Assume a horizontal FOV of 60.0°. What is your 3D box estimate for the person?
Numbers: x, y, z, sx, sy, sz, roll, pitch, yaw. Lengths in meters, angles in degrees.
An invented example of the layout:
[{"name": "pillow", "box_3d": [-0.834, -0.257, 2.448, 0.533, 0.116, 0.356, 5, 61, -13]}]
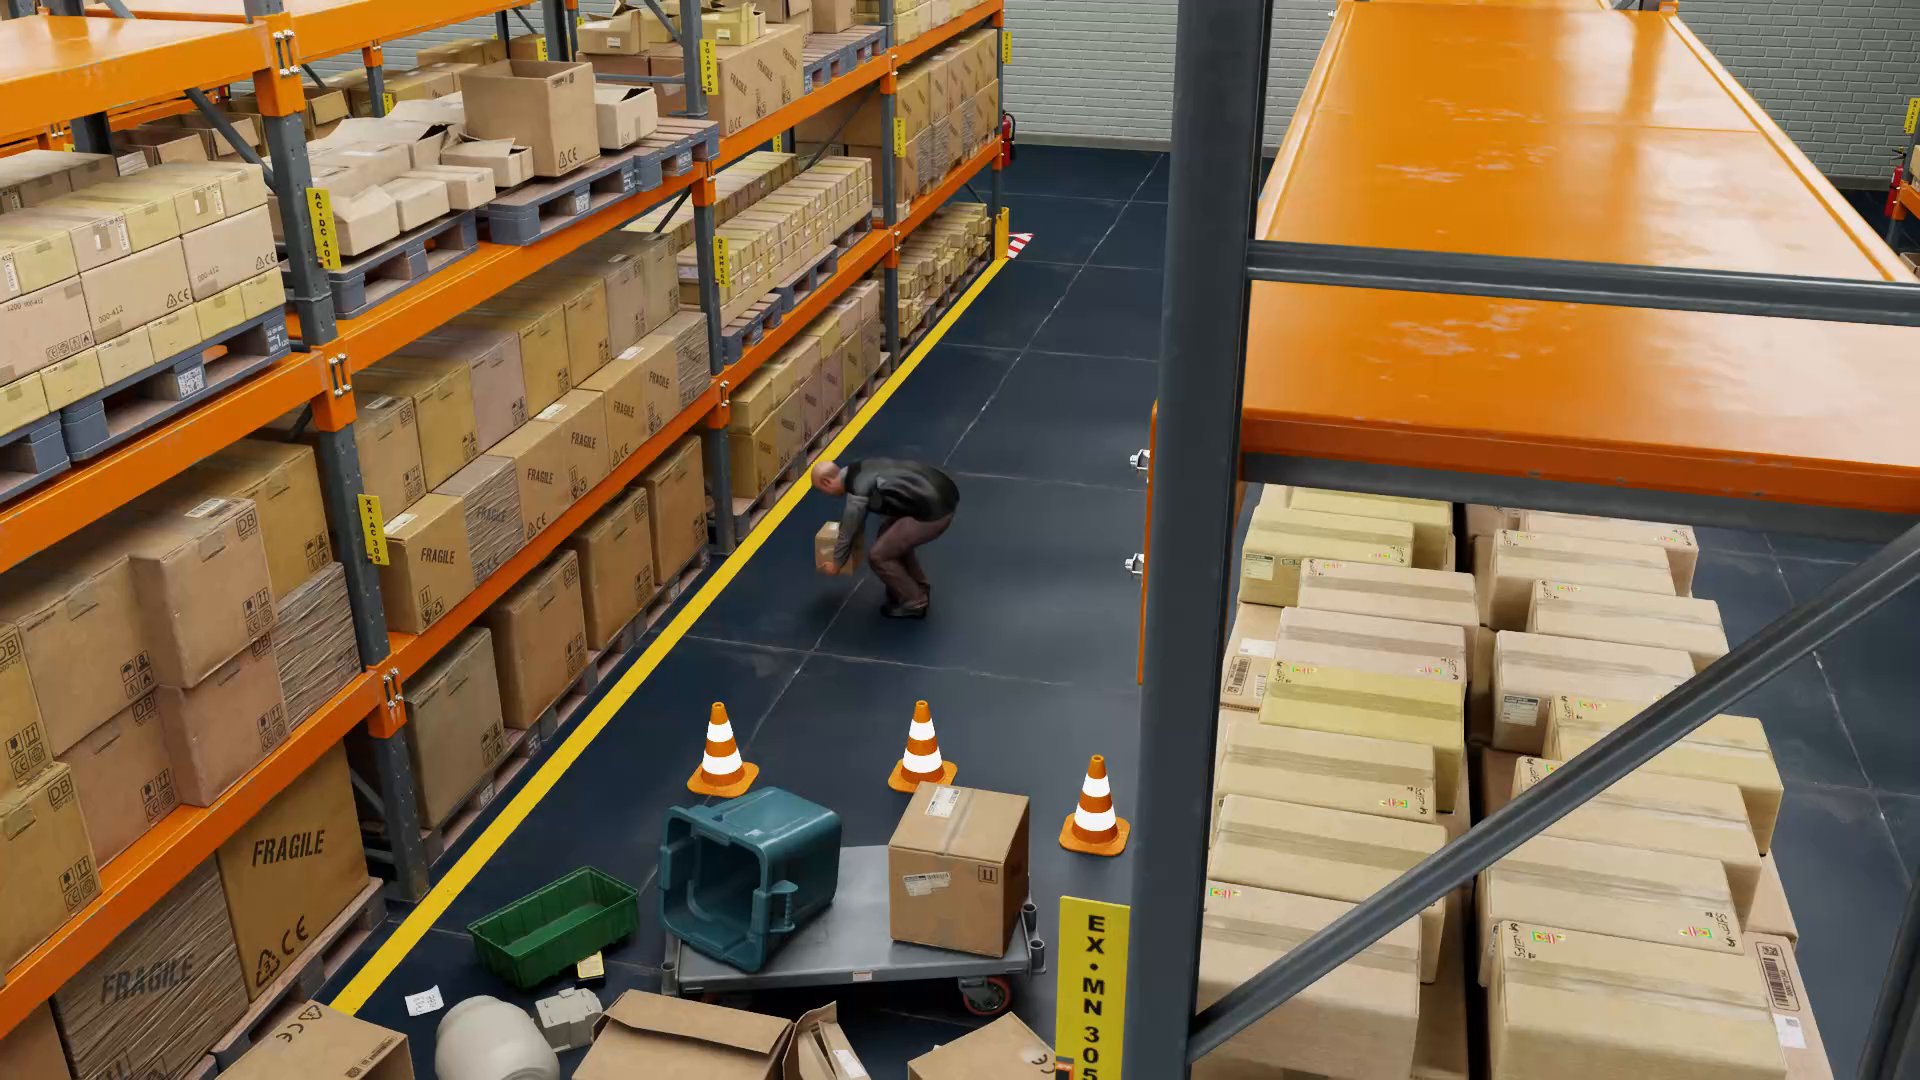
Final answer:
[{"name": "person", "box_3d": [-0.481, -0.044, 10.675, 0.949, 1.008, 0.490, 5, 26, 11]}]
